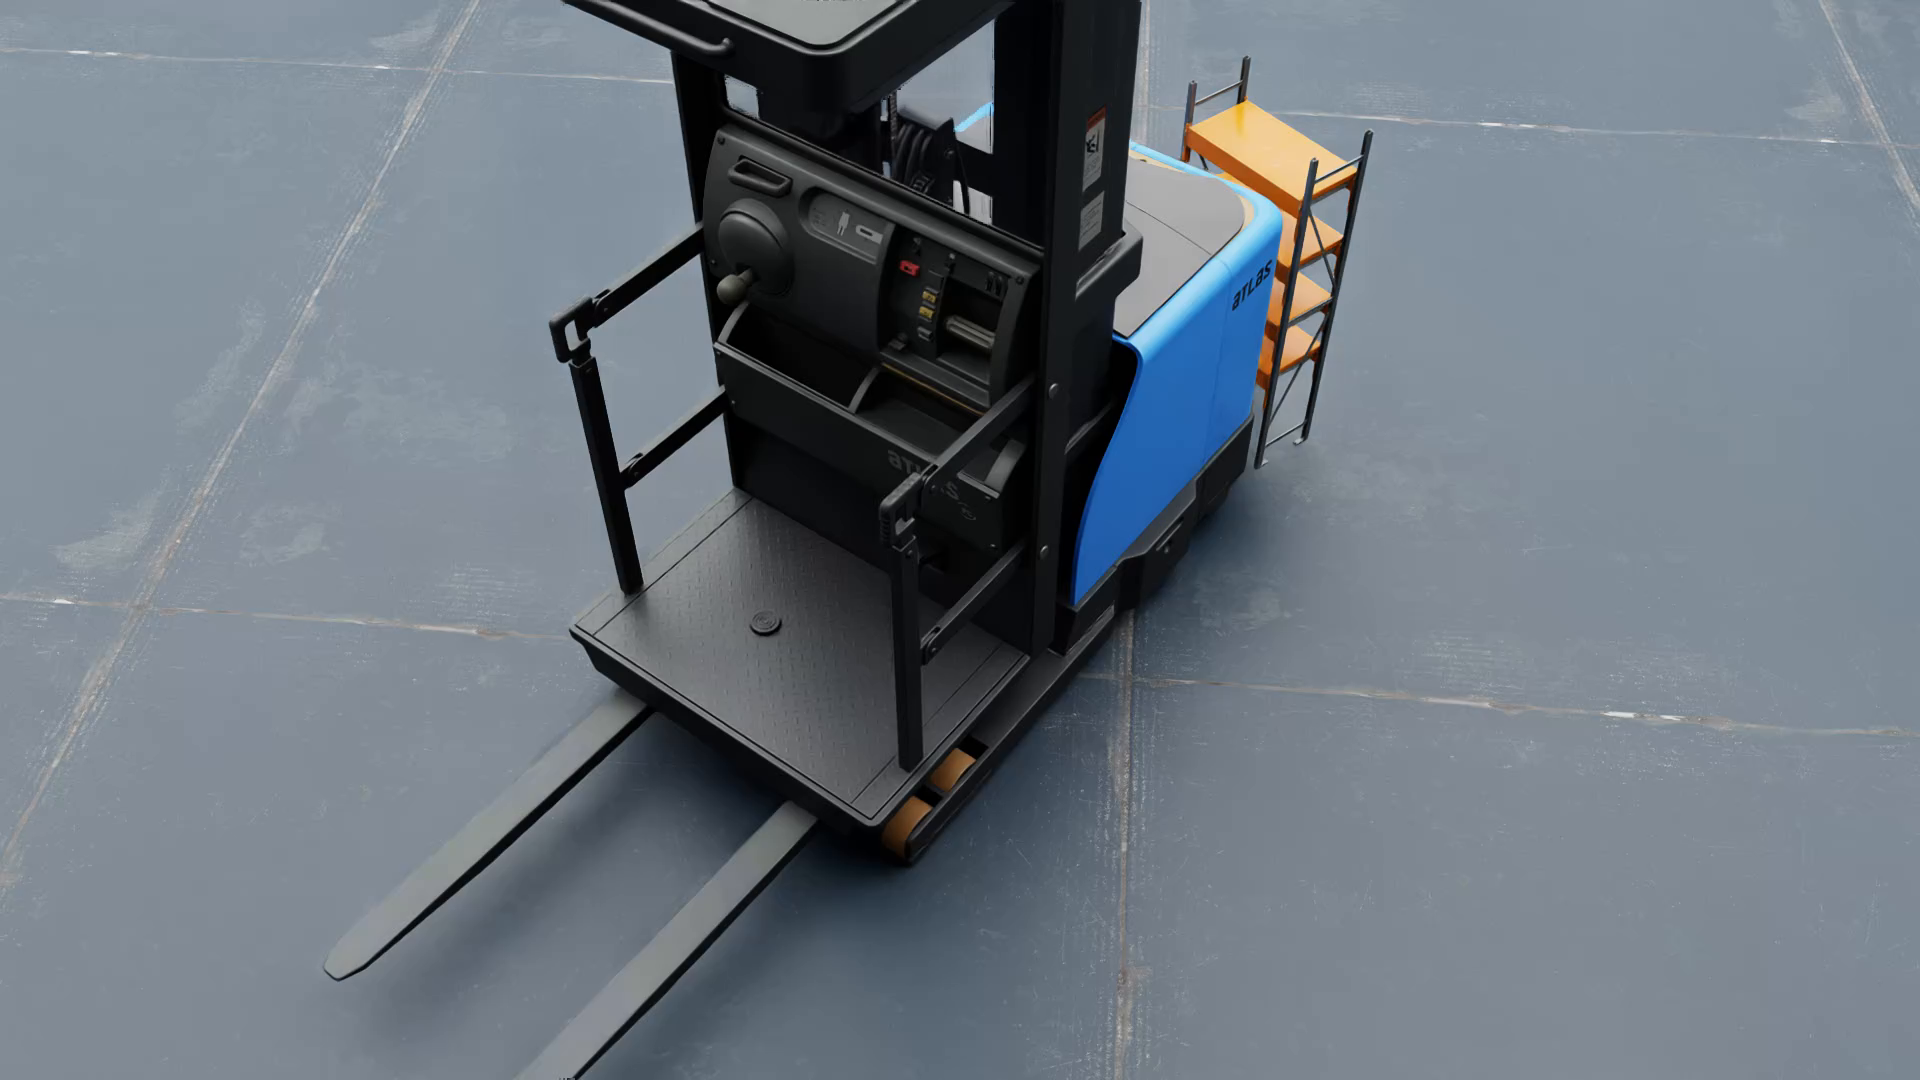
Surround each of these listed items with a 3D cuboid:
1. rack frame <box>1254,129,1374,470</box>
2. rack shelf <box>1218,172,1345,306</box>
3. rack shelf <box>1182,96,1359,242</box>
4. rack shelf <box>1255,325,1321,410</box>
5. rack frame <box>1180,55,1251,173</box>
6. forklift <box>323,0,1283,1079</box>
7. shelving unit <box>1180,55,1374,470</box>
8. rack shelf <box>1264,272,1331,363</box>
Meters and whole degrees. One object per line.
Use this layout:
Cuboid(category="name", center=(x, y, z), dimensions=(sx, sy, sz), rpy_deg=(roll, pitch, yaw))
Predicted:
Cuboid(category="rack frame", center=(1.065, -0.694, 5.072), dimensions=(0.240, 1.200, 0.015), rpy_deg=(-30, 54, -24))
Cuboid(category="rack shelf", center=(0.915, -0.942, 5.087), dimensions=(0.258, 0.148, 0.480), rpy_deg=(-30, 54, -24))
Cuboid(category="rack shelf", center=(0.915, -1.102, 4.912), dimensions=(0.258, 0.148, 0.480), rpy_deg=(-30, 54, -24))
Cuboid(category="rack shelf", center=(0.915, -0.657, 5.398), dimensions=(0.258, 0.148, 0.480), rpy_deg=(-30, 54, -24))
Cuboid(category="rack frame", center=(0.766, -0.979, 5.332), dimensions=(0.240, 1.200, 0.015), rpy_deg=(-30, 54, -24))
Cuboid(category="forklift", center=(-0.362, -0.553, 3.770), dimensions=(1.130, 2.935, 3.031), rpy_deg=(29, 54, 24))
Cuboid(category="shelving unit", center=(0.915, -0.837, 5.202), dimensions=(0.258, 1.200, 0.503), rpy_deg=(-30, 54, -24))
Cuboid(category="rack shelf", center=(0.915, -0.791, 5.252), dimensions=(0.258, 0.148, 0.480), rpy_deg=(-30, 54, -24))
